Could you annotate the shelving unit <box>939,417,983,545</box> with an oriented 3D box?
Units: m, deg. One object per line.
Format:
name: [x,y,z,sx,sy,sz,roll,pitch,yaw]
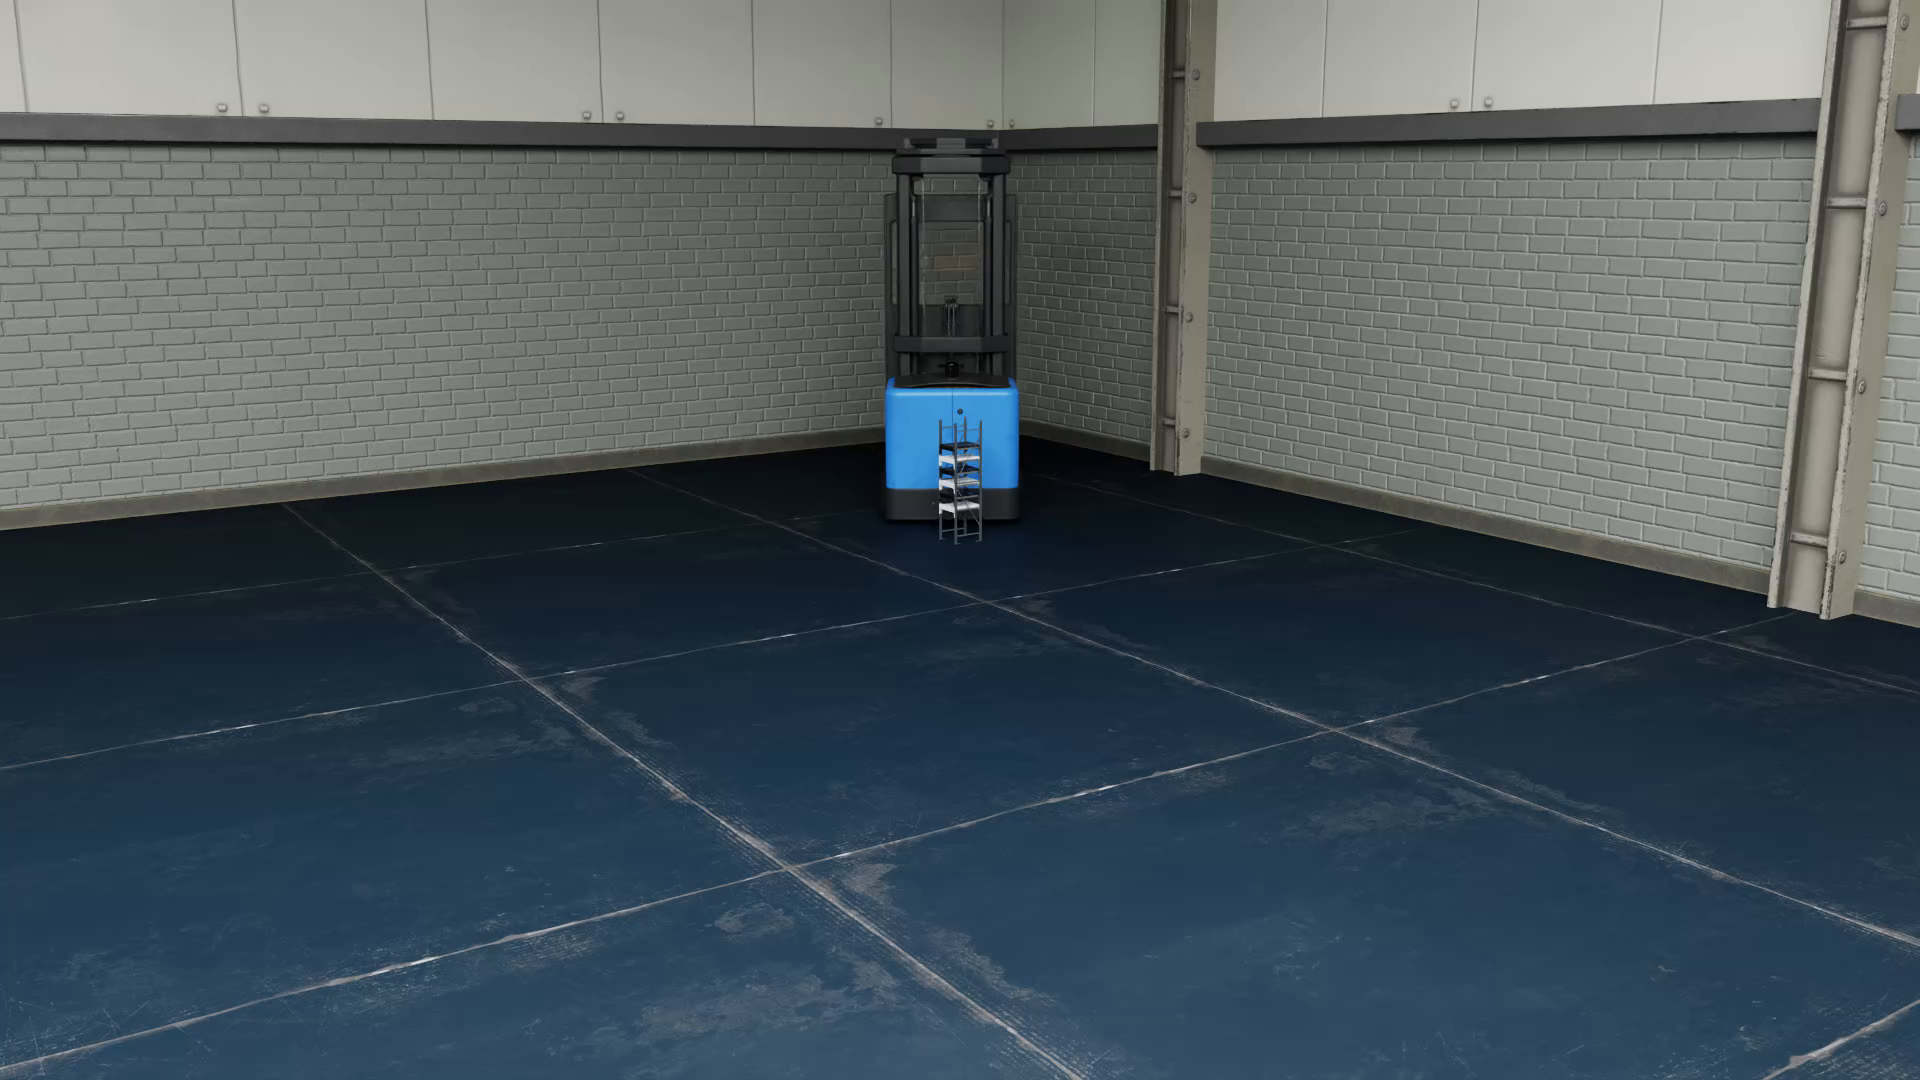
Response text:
shelving unit: [0.004,-0.438,12.259,0.258,0.900,0.210,-8,15,-33]

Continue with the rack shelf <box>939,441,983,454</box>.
rack shelf: [0.004,-0.669,12.208,0.258,0.077,0.200,-8,15,-33]

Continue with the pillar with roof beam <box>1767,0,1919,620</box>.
pillar with roof beam: [1.723,-3.453,7.087,9.100,9.000,0.400,-8,15,-33]

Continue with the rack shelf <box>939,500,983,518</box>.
rack shelf: [0.004,-0.230,12.305,0.258,0.077,0.200,-8,15,-33]

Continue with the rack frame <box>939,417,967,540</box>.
rack frame: [-0.052,-0.456,12.342,0.240,0.900,0.006,-8,15,-33]

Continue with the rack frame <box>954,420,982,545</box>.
rack frame: [0.061,-0.420,12.176,0.240,0.900,0.006,-8,15,-33]

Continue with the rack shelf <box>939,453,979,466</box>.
rack shelf: [0.004,-0.581,12.228,0.258,0.077,0.200,-8,15,-33]

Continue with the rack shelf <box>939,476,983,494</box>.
rack shelf: [0.004,-0.406,12.266,0.258,0.077,0.200,-8,15,-33]

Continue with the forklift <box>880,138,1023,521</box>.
forklift: [-0.079,-1.839,13.909,1.130,2.935,3.031,0,12,-1]

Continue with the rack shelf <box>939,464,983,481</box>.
rack shelf: [0.004,-0.494,12.247,0.258,0.077,0.200,-8,15,-33]

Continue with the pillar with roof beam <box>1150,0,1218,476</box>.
pillar with roof beam: [-1.601,-4.520,11.967,9.100,9.000,0.400,-8,15,-33]

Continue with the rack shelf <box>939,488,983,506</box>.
rack shelf: [0.004,-0.318,12.285,0.258,0.077,0.200,-8,15,-33]
